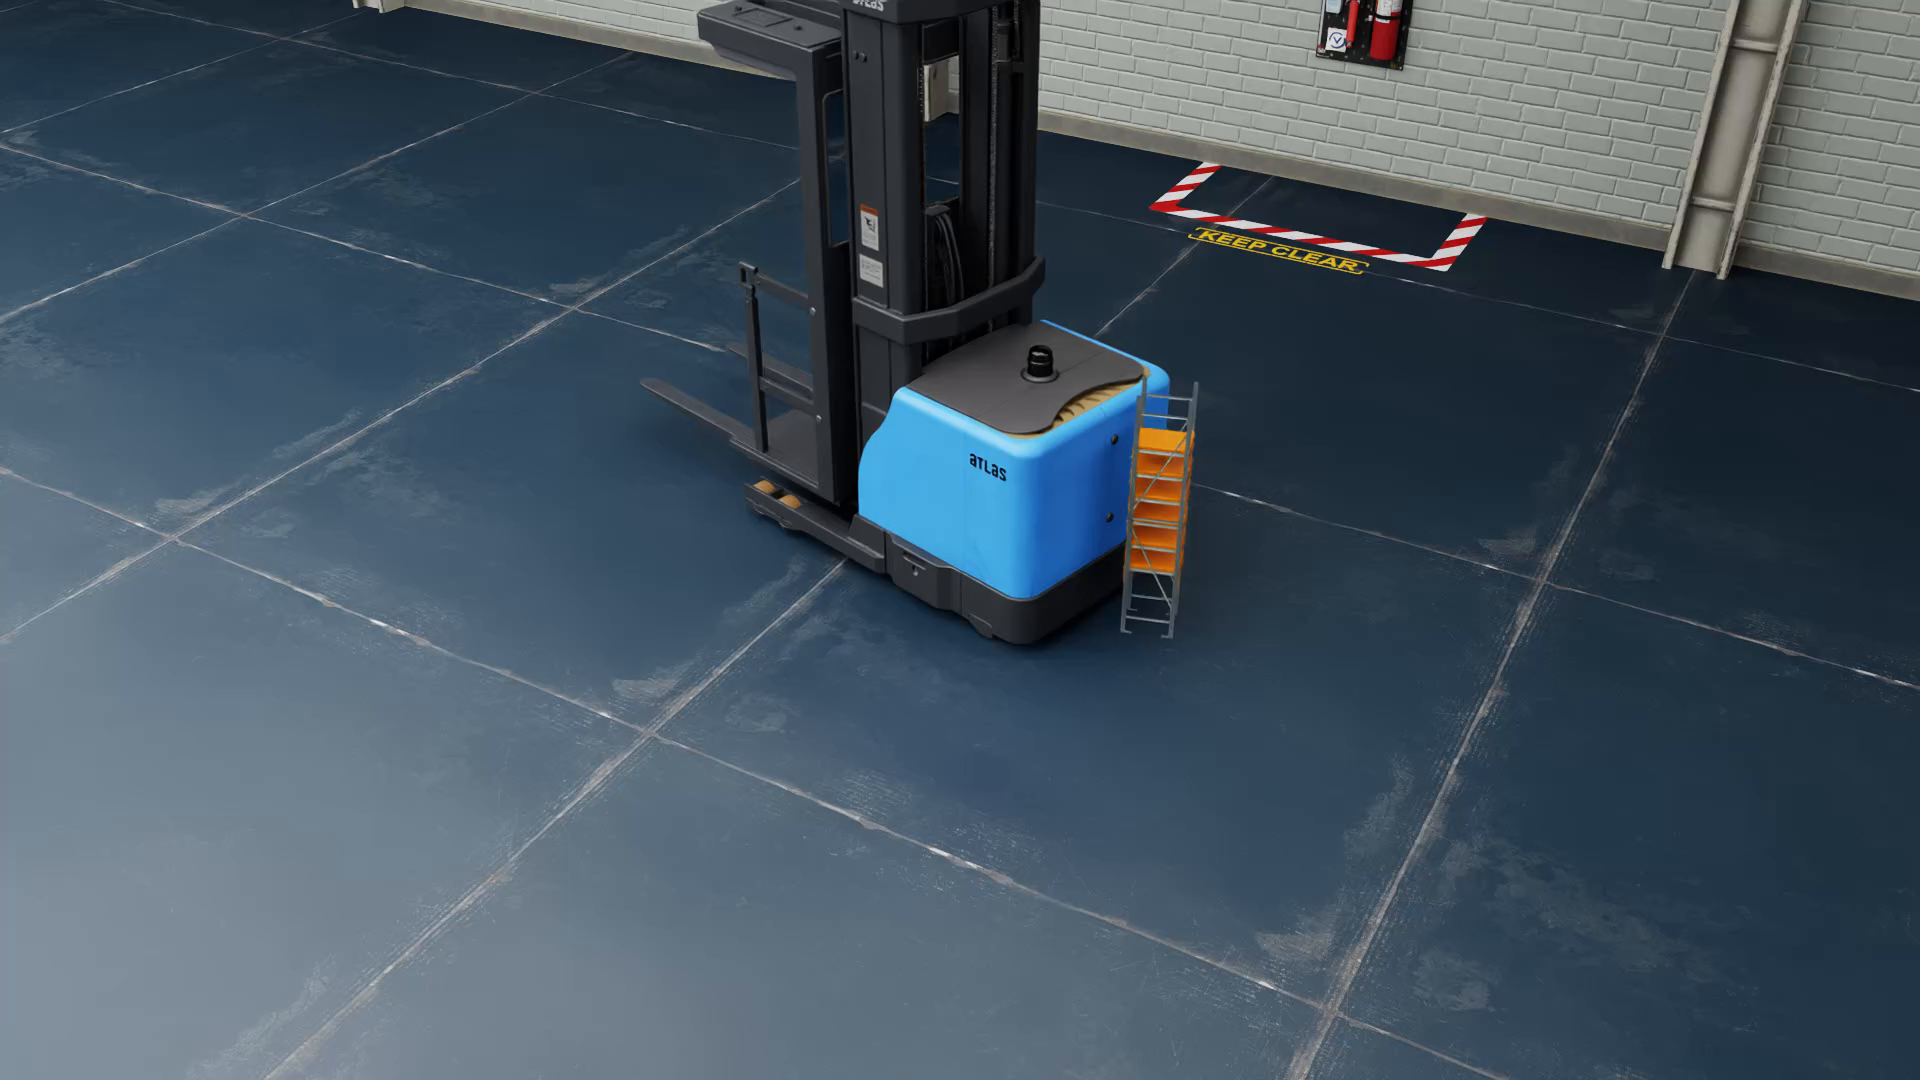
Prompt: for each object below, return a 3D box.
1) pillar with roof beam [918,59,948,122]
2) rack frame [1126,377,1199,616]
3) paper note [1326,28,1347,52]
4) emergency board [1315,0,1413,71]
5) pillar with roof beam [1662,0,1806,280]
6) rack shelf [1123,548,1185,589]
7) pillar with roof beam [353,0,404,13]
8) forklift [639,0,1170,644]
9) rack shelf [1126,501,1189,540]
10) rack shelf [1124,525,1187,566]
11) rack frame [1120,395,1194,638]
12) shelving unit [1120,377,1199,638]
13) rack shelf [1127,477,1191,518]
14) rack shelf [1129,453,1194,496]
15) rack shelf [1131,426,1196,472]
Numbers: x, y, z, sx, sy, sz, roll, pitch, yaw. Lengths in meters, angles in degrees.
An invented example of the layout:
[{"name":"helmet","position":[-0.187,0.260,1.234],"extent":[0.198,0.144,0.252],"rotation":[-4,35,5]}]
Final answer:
[{"name":"pillar with roof beam","position":[-2.479,-5.138,7.847],"extent":[0.400,9.000,9.100],"rotation":[18,37,24]},{"name":"rack frame","position":[0.897,-0.173,7.428],"extent":[0.240,1.200,0.006],"rotation":[7,32,11]},{"name":"paper note","position":[2.620,-3.476,11.558],"extent":[0.142,0.148,0.016],"rotation":[18,37,24]},{"name":"emergency board","position":[2.739,-3.761,11.191],"extent":[0.643,1.169,0.194],"rotation":[18,37,24]},{"name":"pillar with roof beam","position":[2.730,-3.488,5.369],"extent":[0.400,9.000,9.100],"rotation":[18,37,24]},{"name":"rack shelf","position":[0.874,0.116,7.500],"extent":[0.258,0.103,0.180],"rotation":[7,32,11]},{"name":"pillar with roof beam","position":[-7.689,-6.788,10.325],"extent":[0.400,9.000,9.100],"rotation":[18,37,24]},{"name":"forklift","position":[-0.449,-1.461,7.800],"extent":[3.031,2.935,1.130],"rotation":[28,43,35]},{"name":"rack shelf","position":[0.876,-0.089,7.375],"extent":[0.258,0.103,0.180],"rotation":[7,32,11]},{"name":"rack shelf","position":[0.875,0.013,7.438],"extent":[0.258,0.103,0.180],"rotation":[7,32,11]},{"name":"rack frame","position":[0.856,-0.081,7.276],"extent":[0.240,1.200,0.006],"rotation":[7,32,11]},{"name":"shelving unit","position":[0.876,-0.127,7.352],"extent":[0.258,1.200,0.189],"rotation":[7,32,11]},{"name":"rack shelf","position":[0.877,-0.192,7.313],"extent":[0.258,0.103,0.180],"rotation":[7,32,11]},{"name":"rack shelf","position":[0.878,-0.294,7.250],"extent":[0.258,0.103,0.180],"rotation":[7,32,11]},{"name":"rack shelf","position":[0.879,-0.396,7.188],"extent":[0.258,0.103,0.180],"rotation":[7,32,11]}]
